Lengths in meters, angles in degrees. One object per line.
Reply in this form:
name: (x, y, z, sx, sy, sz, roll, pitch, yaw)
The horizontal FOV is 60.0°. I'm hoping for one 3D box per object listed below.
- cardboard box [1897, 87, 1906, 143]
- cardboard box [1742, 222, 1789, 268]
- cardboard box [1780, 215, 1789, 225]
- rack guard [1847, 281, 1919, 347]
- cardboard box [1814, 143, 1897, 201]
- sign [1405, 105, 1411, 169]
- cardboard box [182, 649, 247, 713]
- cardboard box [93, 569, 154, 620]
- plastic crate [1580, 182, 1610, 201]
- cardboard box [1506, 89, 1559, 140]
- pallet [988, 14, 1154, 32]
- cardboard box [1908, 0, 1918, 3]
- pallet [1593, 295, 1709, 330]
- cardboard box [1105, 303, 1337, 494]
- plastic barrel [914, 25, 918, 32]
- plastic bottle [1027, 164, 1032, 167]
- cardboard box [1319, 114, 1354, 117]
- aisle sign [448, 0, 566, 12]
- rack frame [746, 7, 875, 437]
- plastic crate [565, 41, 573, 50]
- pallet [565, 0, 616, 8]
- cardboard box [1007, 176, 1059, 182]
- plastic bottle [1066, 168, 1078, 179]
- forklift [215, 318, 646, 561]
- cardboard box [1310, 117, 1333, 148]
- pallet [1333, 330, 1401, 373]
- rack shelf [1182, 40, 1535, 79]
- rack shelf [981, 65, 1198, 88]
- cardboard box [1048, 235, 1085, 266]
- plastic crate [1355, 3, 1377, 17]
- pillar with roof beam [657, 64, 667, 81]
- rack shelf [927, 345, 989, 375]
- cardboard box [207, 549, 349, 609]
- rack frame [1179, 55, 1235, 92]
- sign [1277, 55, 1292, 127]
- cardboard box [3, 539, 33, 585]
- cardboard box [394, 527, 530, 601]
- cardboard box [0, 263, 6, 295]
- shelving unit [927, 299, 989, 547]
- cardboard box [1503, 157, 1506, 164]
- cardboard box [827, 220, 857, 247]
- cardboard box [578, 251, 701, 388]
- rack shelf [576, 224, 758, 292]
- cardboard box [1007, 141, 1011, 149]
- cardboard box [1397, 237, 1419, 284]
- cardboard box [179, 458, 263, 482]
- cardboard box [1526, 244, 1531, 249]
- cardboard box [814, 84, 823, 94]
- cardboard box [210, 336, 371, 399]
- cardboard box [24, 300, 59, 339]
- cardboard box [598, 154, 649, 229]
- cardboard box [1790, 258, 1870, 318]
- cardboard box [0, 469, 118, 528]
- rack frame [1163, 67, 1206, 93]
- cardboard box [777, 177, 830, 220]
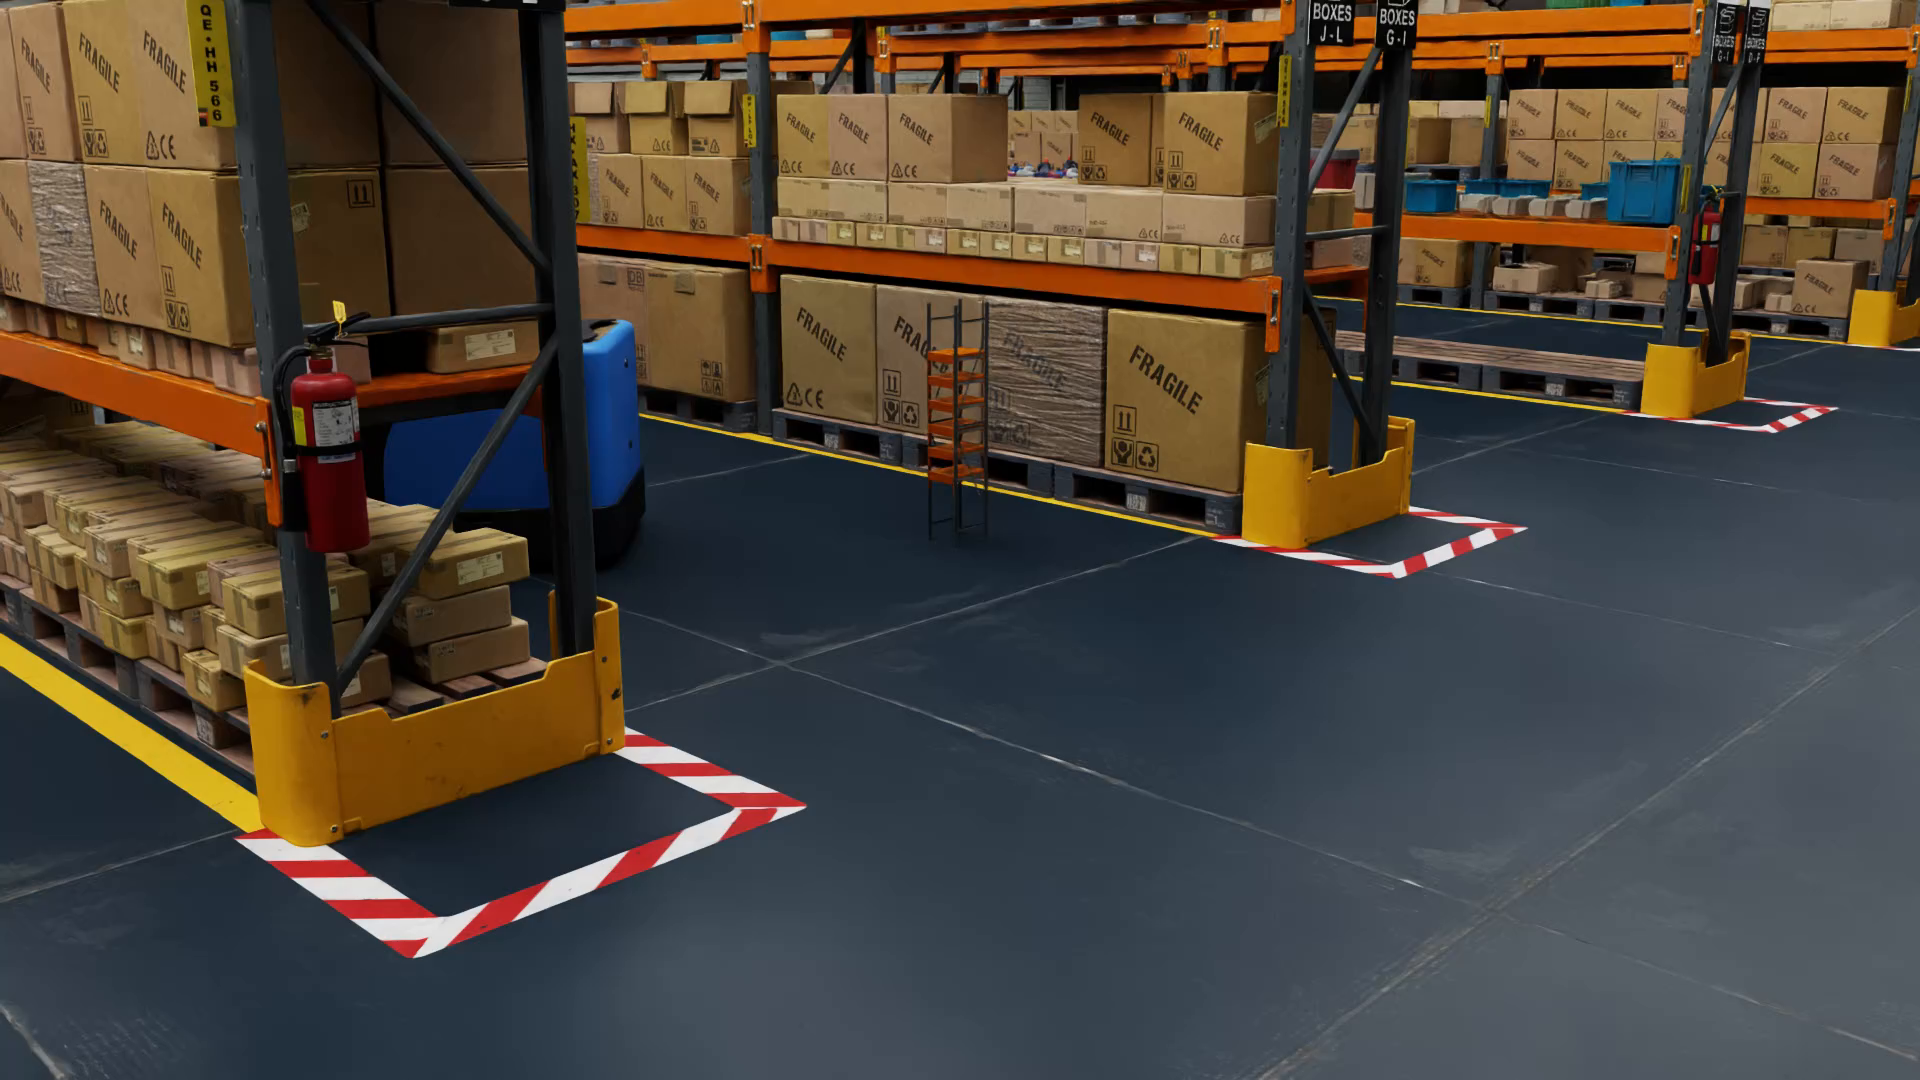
cardboard box: (8.659, -3.993, 15.626, 0.500, 0.500, 0.500, -14, 20, -42)
cardboard box: (10.178, -3.691, 20.772, 0.500, 0.500, 0.700, 13, 20, 42)
cardboard box: (10.423, -4.017, 20.737, 0.250, 0.149, 0.380, 13, 19, 40)
rack guard: (8.741, -2.139, 15.650, 0.348, 0.500, 1.175, 14, 20, 42)
cardboard box: (8.284, -3.413, 15.382, 0.500, 0.500, 0.500, -14, 20, -42)
sign: (2.306, -2.095, 8.648, 0.005, 0.325, 0.100, 14, 20, 42)
cardboard box: (-2.378, 0.440, 5.615, 0.380, 0.149, 0.250, -14, 20, -42)
cardboard box: (-2.934, 0.158, 6.109, 0.250, 0.149, 0.380, 14, 20, 43)
plastic crate: (4.932, -2.603, 12.686, 0.300, 0.233, 0.416, 14, 20, 42)
cardboard box: (6.060, -4.434, 17.319, 0.500, 0.500, 0.500, -14, 20, -43)
pallet: (1.025, -4.814, 15.386, 1.213, 0.211, 1.003, 14, 20, 42)
cardboard box: (8.606, -5.093, 15.387, 0.500, 0.250, 0.500, 14, 20, 42)
pallet: (7.292, -2.352, 17.040, 1.213, 0.211, 1.003, 14, 20, 42)
cardboard box: (1.401, -0.810, 8.974, 0.875, 0.875, 0.875, 14, 20, 42)
plastic barrel: (-0.415, -5.453, 17.239, 0.421, 0.512, 0.421, 0, 15, 0)
plastic bottle: (0.700, -3.649, 16.744, 0.097, 0.271, 0.097, 0, 15, 0)
cardboard box: (5.706, -6.070, 24.707, 0.500, 0.500, 0.700, 11, 18, 37)
aisle sign: (-1.338, -1.955, 4.830, 0.004, 0.787, 0.394, 14, 20, 42)
rack frame: (-0.963, -2.238, 11.072, 0.127, 3.000, 1.000, 14, 20, 42)
plastic crate: (-4.720, -6.068, 20.347, 0.396, 0.136, 0.243, 14, 20, 42)
pallet: (-2.535, -4.000, 12.259, 1.003, 0.211, 1.213, -13, 20, -42)
cardboard box: (0.279, -2.100, 10.251, 0.500, 0.250, 0.500, -14, 20, -43)
plastic bottle: (1.077, -3.303, 15.408, 0.135, 0.276, 0.152, 14, 20, 42)
forklift: (-3.147, -1.381, 7.918, 3.031, 2.935, 1.130, -1, 15, -3)
cardboard box: (4.094, -4.702, 19.499, 0.700, 0.500, 0.500, -10, 18, -34)
pallet: (3.031, -1.666, 14.407, 1.213, 0.211, 1.003, 14, 20, 42)
rack shelf: (4.476, -5.489, 19.026, 4.000, 0.370, 1.077, 14, 20, 42)
rack shelf: (2.153, -7.789, 27.853, 4.000, 0.370, 1.077, 14, 20, 42)
cardboard box: (0.696, -1.597, 9.112, 0.250, 0.149, 0.380, 13, 20, 41)
plastic crate: (3.179, -4.258, 13.135, 0.590, 0.269, 0.497, 14, 20, 42)
pillar with roof beam: (-9.809, -11.292, 33.921, 0.400, 9.000, 9.100, 14, 20, 42)
rack shelf: (-0.010, -0.889, 8.211, 0.180, 0.103, 0.258, 14, 20, 42)
cardboard box: (-2.297, 0.132, 5.617, 0.380, 0.149, 0.250, -14, 20, -43)
rack frame: (3.036, -4.735, 20.657, 0.127, 3.000, 1.000, 14, 20, 42)
sign: (1.530, -2.117, 7.841, 0.005, 0.325, 0.100, 14, 20, 42)
cardboard box: (-3.815, 0.059, 7.077, 0.250, 0.149, 0.380, 13, 20, 41)
cardboard box: (-1.740, 0.080, 5.818, 0.250, 0.149, 0.380, 13, 19, 40)
cardboard box: (-3.598, -1.235, 6.435, 0.500, 0.500, 0.500, 13, 20, 41)
shelving unit: (-0.010, -0.583, 8.291, 0.189, 1.200, 0.258, 14, 20, 42)
cardboard box: (7.494, -5.203, 22.912, 0.250, 0.149, 0.380, 14, 20, 43)
cardboard box: (-0.601, -1.912, 10.320, 0.380, 0.149, 0.250, -14, 20, -42)
cardboard box: (-2.081, -1.678, 12.302, 0.875, 0.875, 1.225, 13, 19, 40)
rack shelf: (-2.402, -2.240, 12.506, 4.000, 0.370, 1.077, 14, 20, 42)
cardboard box: (0.844, -6.829, 28.951, 0.500, 0.250, 0.500, 13, 19, 41)
cardboard box: (5.012, -3.161, 18.700, 0.500, 0.500, 0.500, 14, 20, 42)
cardboard box: (-3.051, -0.237, 7.033, 0.250, 0.149, 0.380, 13, 19, 40)
cardboard box: (8.152, -4.343, 22.583, 0.750, 0.750, 0.750, -14, 20, -43)
cardboard box: (-1.975, -6.627, 25.147, 0.500, 0.500, 0.700, 13, 19, 41)
cardboard box: (-2.030, -0.539, 5.051, 0.250, 0.149, 0.380, 14, 20, 42)
cardboard box: (-3.294, -0.865, 6.299, 0.380, 0.149, 0.250, -14, 20, -42)
cardboard box: (-2.221, -2.497, 11.866, 0.500, 0.500, 0.500, 13, 20, 42)
cardboard box: (8.233, -2.389, 15.737, 0.500, 0.500, 0.500, 14, 20, 42)
cardboard box: (-3.670, -0.174, 6.791, 0.380, 0.149, 0.250, -14, 20, -43)
rack frame: (3.593, -6.335, 26.797, 0.127, 3.000, 1.000, 14, 20, 42)
cardboard box: (-0.806, -2.179, 10.555, 0.500, 0.250, 0.500, 13, 20, 41)
